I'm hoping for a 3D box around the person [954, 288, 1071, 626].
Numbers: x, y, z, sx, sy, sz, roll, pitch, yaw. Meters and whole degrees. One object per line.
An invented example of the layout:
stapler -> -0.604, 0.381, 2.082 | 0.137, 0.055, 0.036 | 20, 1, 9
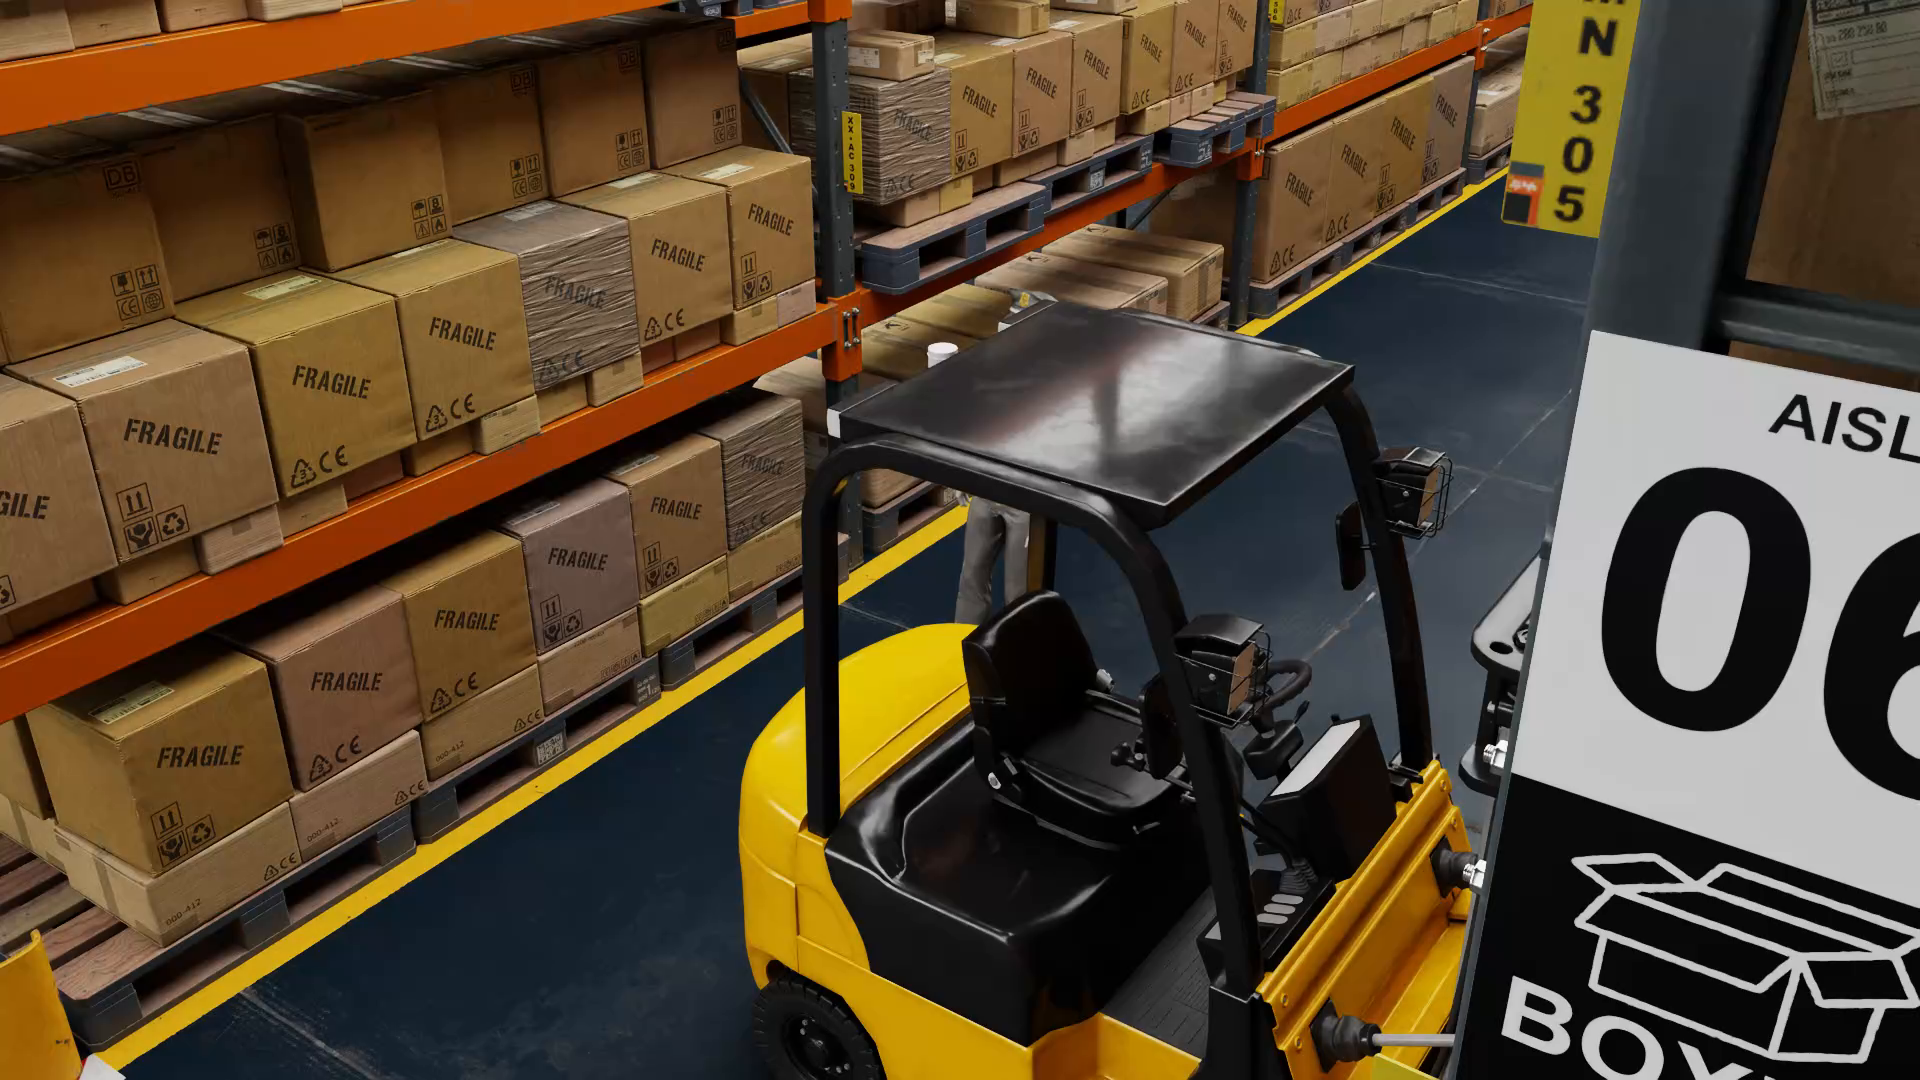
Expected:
person -> 0.154, -0.149, 6.352 | 0.529, 1.694, 0.587 | -19, 32, -32
